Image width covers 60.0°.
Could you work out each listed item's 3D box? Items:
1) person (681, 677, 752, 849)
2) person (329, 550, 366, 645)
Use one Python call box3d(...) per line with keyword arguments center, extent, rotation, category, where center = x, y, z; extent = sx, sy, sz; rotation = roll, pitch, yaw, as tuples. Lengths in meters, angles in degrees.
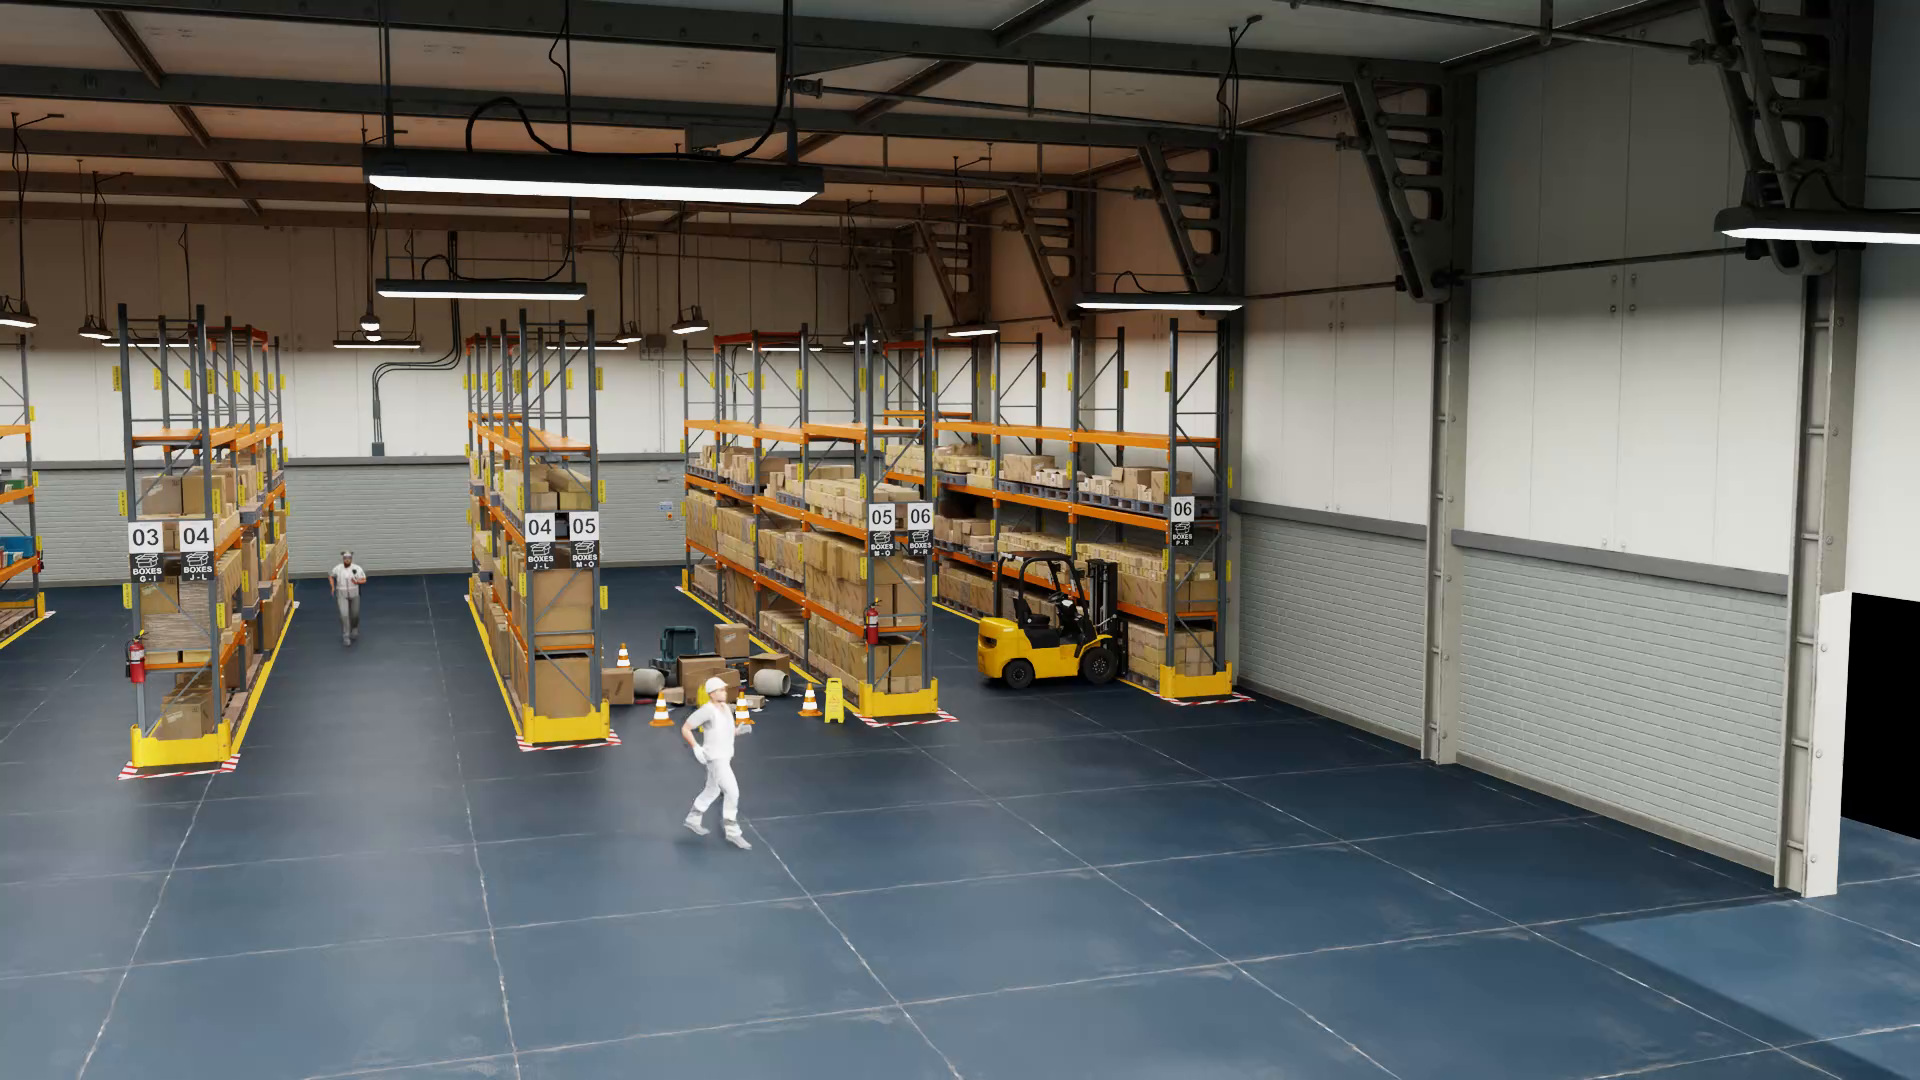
box3d(center=(-2.633, 2.394, 17.978), extent=(0.839, 1.835, 0.649), rotation=(1, 6, 14), category="person")
box3d(center=(-11.744, 1.073, 31.929), extent=(0.664, 1.761, 0.969), rotation=(-2, 6, -22), category="person")
